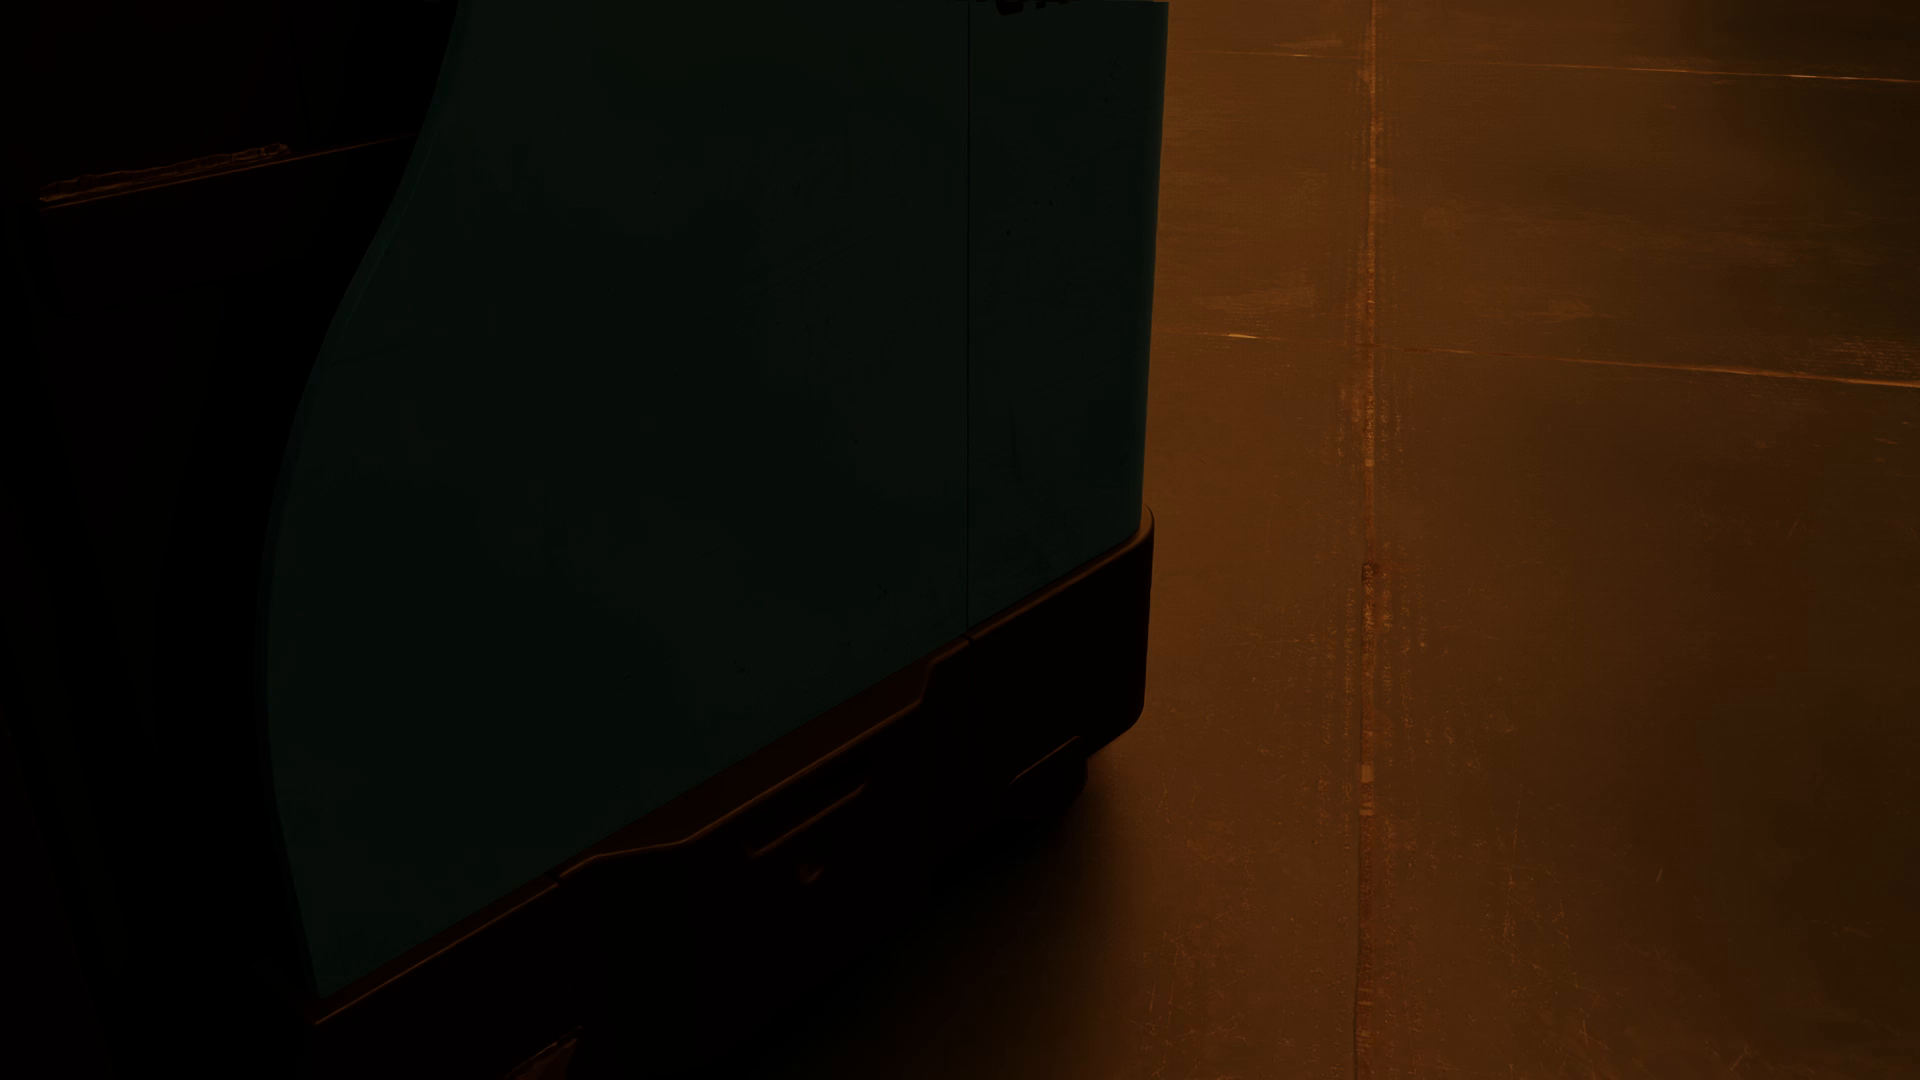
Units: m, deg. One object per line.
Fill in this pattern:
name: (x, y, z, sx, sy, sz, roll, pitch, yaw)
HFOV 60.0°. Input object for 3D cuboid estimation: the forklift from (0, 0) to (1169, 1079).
forklift: (-1.133, -0.705, 0.643, 1.130, 2.935, 3.031, 22, 34, 36)
